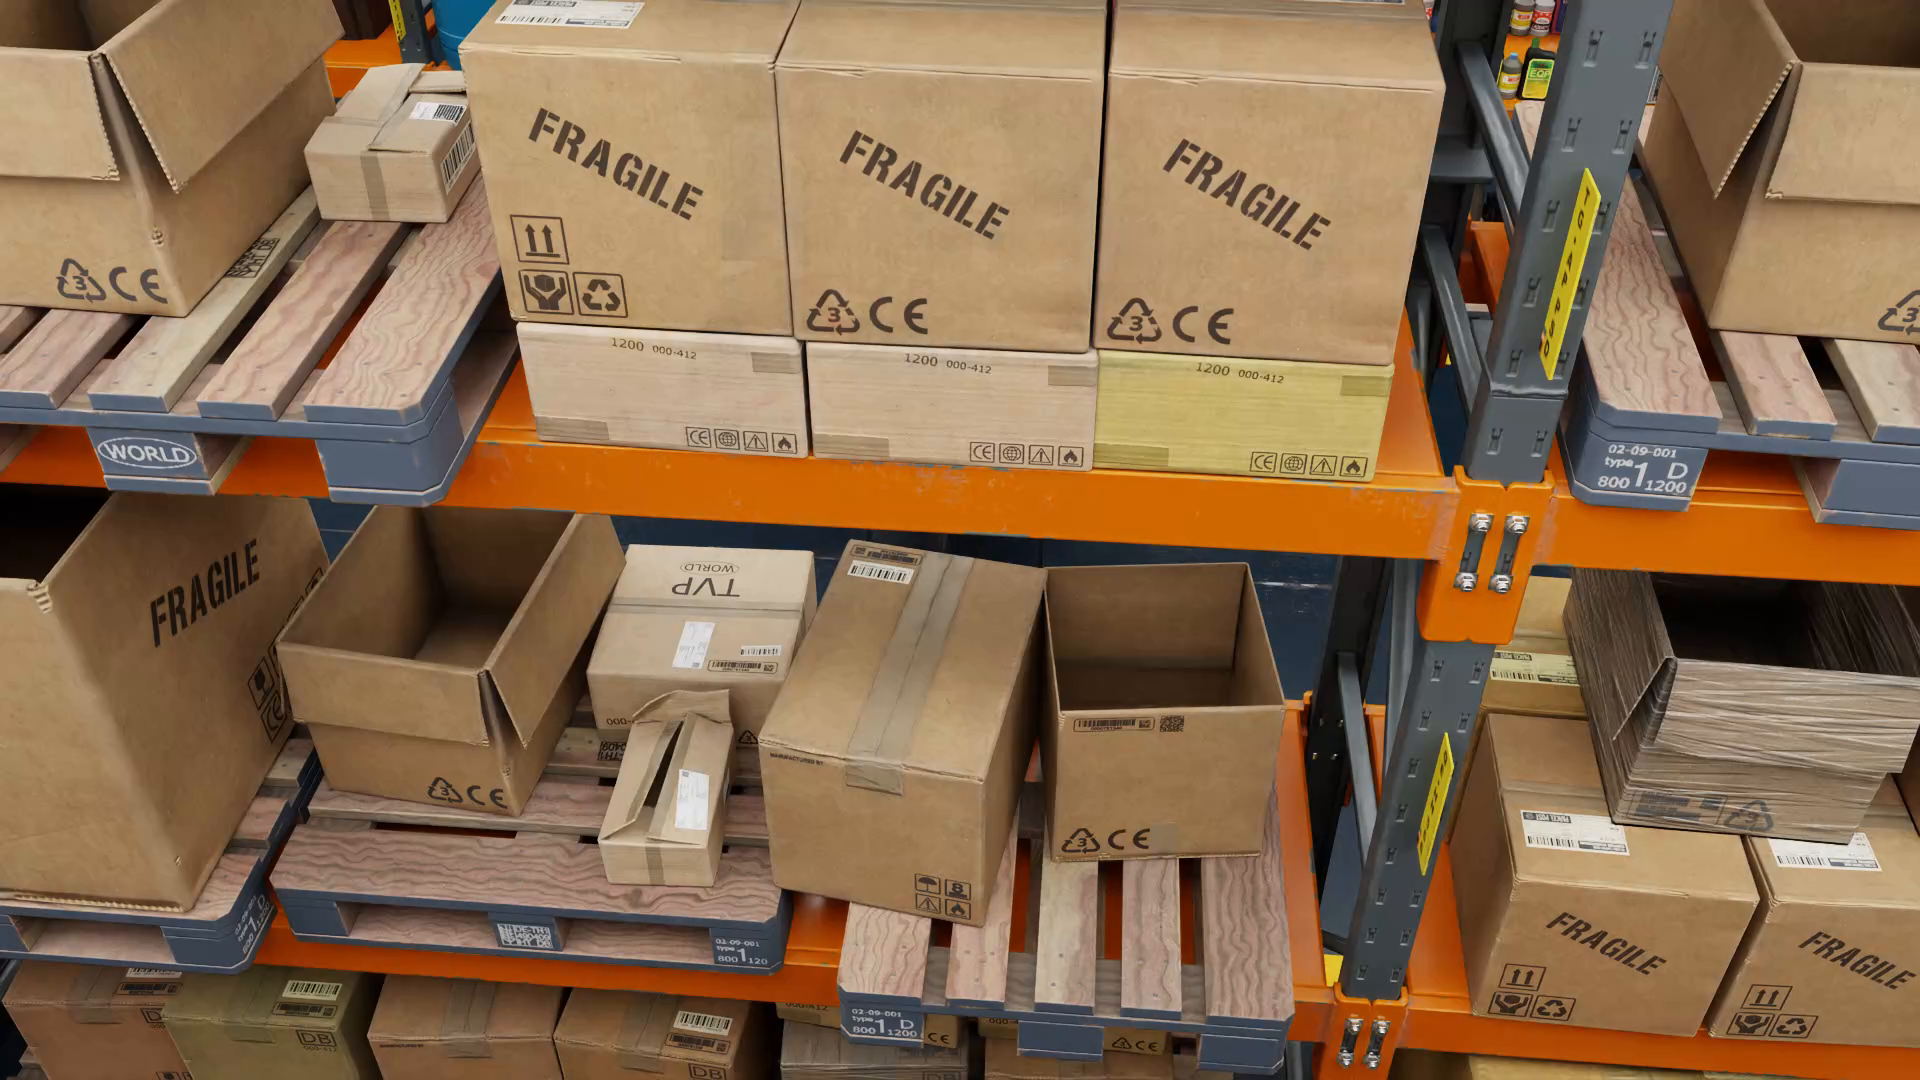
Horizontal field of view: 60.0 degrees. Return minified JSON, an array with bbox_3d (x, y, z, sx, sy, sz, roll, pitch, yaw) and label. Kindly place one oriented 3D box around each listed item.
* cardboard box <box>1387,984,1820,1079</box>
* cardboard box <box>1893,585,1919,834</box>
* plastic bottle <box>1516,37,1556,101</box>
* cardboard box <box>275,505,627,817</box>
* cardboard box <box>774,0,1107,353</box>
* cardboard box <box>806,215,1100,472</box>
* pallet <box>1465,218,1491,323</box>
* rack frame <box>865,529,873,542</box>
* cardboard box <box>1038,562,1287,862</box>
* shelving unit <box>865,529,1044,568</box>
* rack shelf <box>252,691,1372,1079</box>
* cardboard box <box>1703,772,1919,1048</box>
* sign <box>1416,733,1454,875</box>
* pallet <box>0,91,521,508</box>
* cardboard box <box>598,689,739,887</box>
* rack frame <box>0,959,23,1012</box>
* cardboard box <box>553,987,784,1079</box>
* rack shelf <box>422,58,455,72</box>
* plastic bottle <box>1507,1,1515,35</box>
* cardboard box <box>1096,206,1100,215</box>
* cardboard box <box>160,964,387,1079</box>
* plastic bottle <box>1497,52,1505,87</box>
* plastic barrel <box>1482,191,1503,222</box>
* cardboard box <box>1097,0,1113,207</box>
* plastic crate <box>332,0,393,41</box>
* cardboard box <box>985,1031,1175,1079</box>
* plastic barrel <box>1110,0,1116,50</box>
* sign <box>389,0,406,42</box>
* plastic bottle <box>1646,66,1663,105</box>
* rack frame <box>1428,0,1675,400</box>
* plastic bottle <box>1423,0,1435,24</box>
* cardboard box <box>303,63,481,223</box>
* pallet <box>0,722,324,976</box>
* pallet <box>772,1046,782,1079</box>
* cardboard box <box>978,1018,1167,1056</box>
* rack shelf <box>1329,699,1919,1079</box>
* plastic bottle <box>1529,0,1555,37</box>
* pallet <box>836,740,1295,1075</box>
[{"bbox_3d":[1.682,1.323,4.598,0.875,0.875,1.225,1,39,2],"label":"cardboard box"},{"bbox_3d":[2.372,0.271,3.667,0.637,0.503,0.797,4,39,5],"label":"cardboard box"},{"bbox_3d":[2.647,-2.158,7.617,0.133,0.283,0.061,3,39,4],"label":"plastic bottle"},{"bbox_3d":[-1.254,0.227,4.180,0.637,0.503,0.797,7,40,8],"label":"cardboard box"},{"bbox_3d":[-0.012,-0.674,2.851,0.500,0.500,0.500,3,39,4],"label":"cardboard box"},{"bbox_3d":[0.006,-0.384,3.088,0.500,0.250,0.500,3,39,4],"label":"cardboard box"},{"bbox_3d":[2.213,-1.405,8.809,1.213,0.211,1.003,3,39,4],"label":"pallet"},{"bbox_3d":[-0.371,-0.602,6.801,0.023,1.500,0.400,3,39,4],"label":"rack frame"},{"bbox_3d":[0.455,0.406,3.964,0.500,0.500,0.500,-1,39,-2],"label":"cardboard box"},{"bbox_3d":[-0.007,-0.582,6.777,0.755,1.500,0.431,3,39,4],"label":"shelving unit"},{"bbox_3d":[-0.996,0.782,4.483,4.000,0.370,1.077,3,39,4],"label":"rack shelf"},{"bbox_3d":[1.971,0.797,3.816,0.500,0.500,0.500,2,39,3],"label":"cardboard box"},{"bbox_3d":[0.959,0.535,3.362,0.005,0.325,0.100,3,39,4],"label":"sign"},{"bbox_3d":[-1.349,-0.542,3.312,1.003,0.211,1.213,3,39,4],"label":"pallet"},{"bbox_3d":[-0.688,0.580,3.935,0.258,0.266,0.396,2,39,3],"label":"cardboard box"},{"bbox_3d":[-2.989,0.394,4.390,0.127,3.000,1.000,3,39,4],"label":"rack frame"},{"bbox_3d":[-0.792,1.338,4.862,0.500,0.500,0.700,6,40,8],"label":"cardboard box"},{"bbox_3d":[-0.569,-2.333,8.310,4.000,0.370,1.077,3,39,4],"label":"rack shelf"},{"bbox_3d":[2.692,-2.616,8.245,0.097,0.201,0.097,0,39,0],"label":"plastic bottle"},{"bbox_3d":[0.039,-0.708,3.486,0.500,0.250,0.500,4,39,5],"label":"cardboard box"},{"bbox_3d":[-1.905,1.277,4.936,0.500,0.500,0.700,3,39,4],"label":"cardboard box"},{"bbox_3d":[2.417,-2.170,7.632,0.133,0.283,0.061,3,39,4],"label":"plastic bottle"},{"bbox_3d":[3.038,-1.654,8.483,0.708,0.588,0.600,3,39,4],"label":"plastic barrel"},{"bbox_3d":[0.045,-1.002,3.253,0.500,0.500,0.500,3,39,4],"label":"cardboard box"},{"bbox_3d":[-3.072,-2.806,8.370,0.504,0.338,0.767,3,39,4],"label":"plastic crate"},{"bbox_3d":[0.327,1.386,4.802,0.500,0.500,0.700,1,39,1],"label":"cardboard box"},{"bbox_3d":[0.935,-2.391,7.704,0.708,0.536,0.600,3,39,4],"label":"plastic barrel"},{"bbox_3d":[-2.620,-2.483,7.705,0.005,0.325,0.100,3,39,4],"label":"sign"},{"bbox_3d":[3.209,-2.153,7.617,0.135,0.276,0.152,3,39,4],"label":"plastic bottle"},{"bbox_3d":[0.996,-1.715,2.229,0.127,3.000,1.000,3,39,4],"label":"rack frame"},{"bbox_3d":[2.304,-2.637,8.271,0.097,0.201,0.097,0,39,0],"label":"plastic bottle"},{"bbox_3d":[-1.112,-0.803,3.336,0.250,0.166,0.380,2,39,3],"label":"cardboard box"},{"bbox_3d":[-2.240,0.601,4.287,1.213,0.211,1.003,3,39,4],"label":"pallet"},{"bbox_3d":[-0.994,1.581,5.140,1.213,0.211,1.003,3,39,4],"label":"pallet"},{"bbox_3d":[0.326,1.102,4.558,0.500,0.250,0.500,5,39,6],"label":"cardboard box"},{"bbox_3d":[2.989,0.999,4.216,4.000,0.370,1.077,3,39,4],"label":"rack shelf"},{"bbox_3d":[2.886,-2.605,8.232,0.097,0.201,0.097,0,39,0],"label":"plastic bottle"},{"bbox_3d":[0.277,0.714,4.148,1.003,0.211,1.213,3,39,4],"label":"pallet"}]
